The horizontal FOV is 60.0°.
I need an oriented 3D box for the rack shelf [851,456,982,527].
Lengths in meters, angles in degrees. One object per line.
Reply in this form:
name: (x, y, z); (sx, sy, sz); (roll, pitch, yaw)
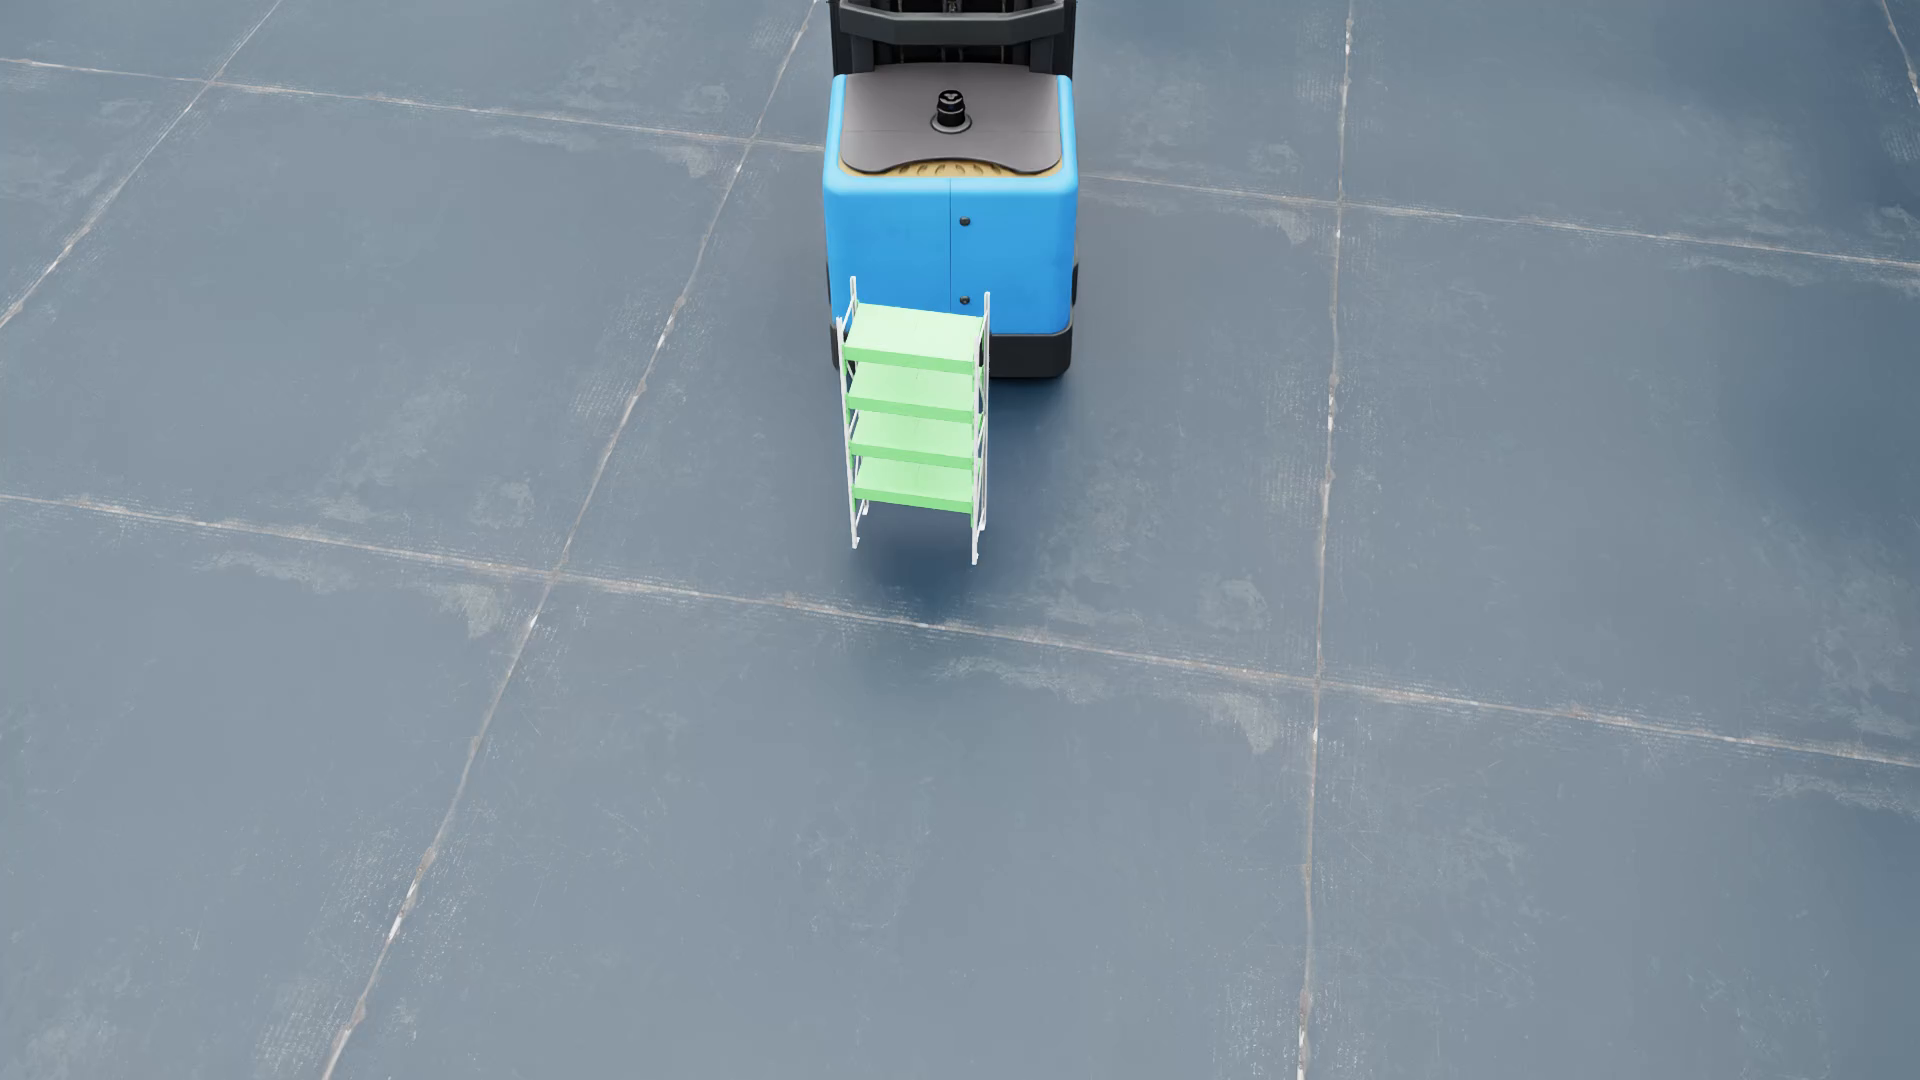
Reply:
rack shelf: (-0.163, -0.220, 6.521); (0.480, 0.148, 0.258); (8, 49, 7)

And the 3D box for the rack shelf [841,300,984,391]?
rack shelf: (-0.163, -0.701, 5.986); (0.480, 0.148, 0.258); (8, 49, 7)

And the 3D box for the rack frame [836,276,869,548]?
rack frame: (-0.403, -0.455, 6.324); (0.015, 1.200, 0.240); (8, 49, 7)

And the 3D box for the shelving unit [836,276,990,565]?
shelving unit: (-0.163, -0.423, 6.295); (0.503, 1.200, 0.258); (8, 49, 7)

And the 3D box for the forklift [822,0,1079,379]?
forklift: (-0.030, -2.763, 7.234); (1.130, 2.935, 3.031); (0, 48, 0)

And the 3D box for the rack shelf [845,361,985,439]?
rack shelf: (-0.163, -0.541, 6.164); (0.480, 0.148, 0.258); (8, 49, 7)

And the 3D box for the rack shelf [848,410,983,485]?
rack shelf: (-0.163, -0.380, 6.343); (0.480, 0.148, 0.258); (8, 49, 7)

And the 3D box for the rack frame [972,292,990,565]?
rack frame: (0.077, -0.391, 6.266); (0.015, 1.200, 0.240); (8, 49, 7)
